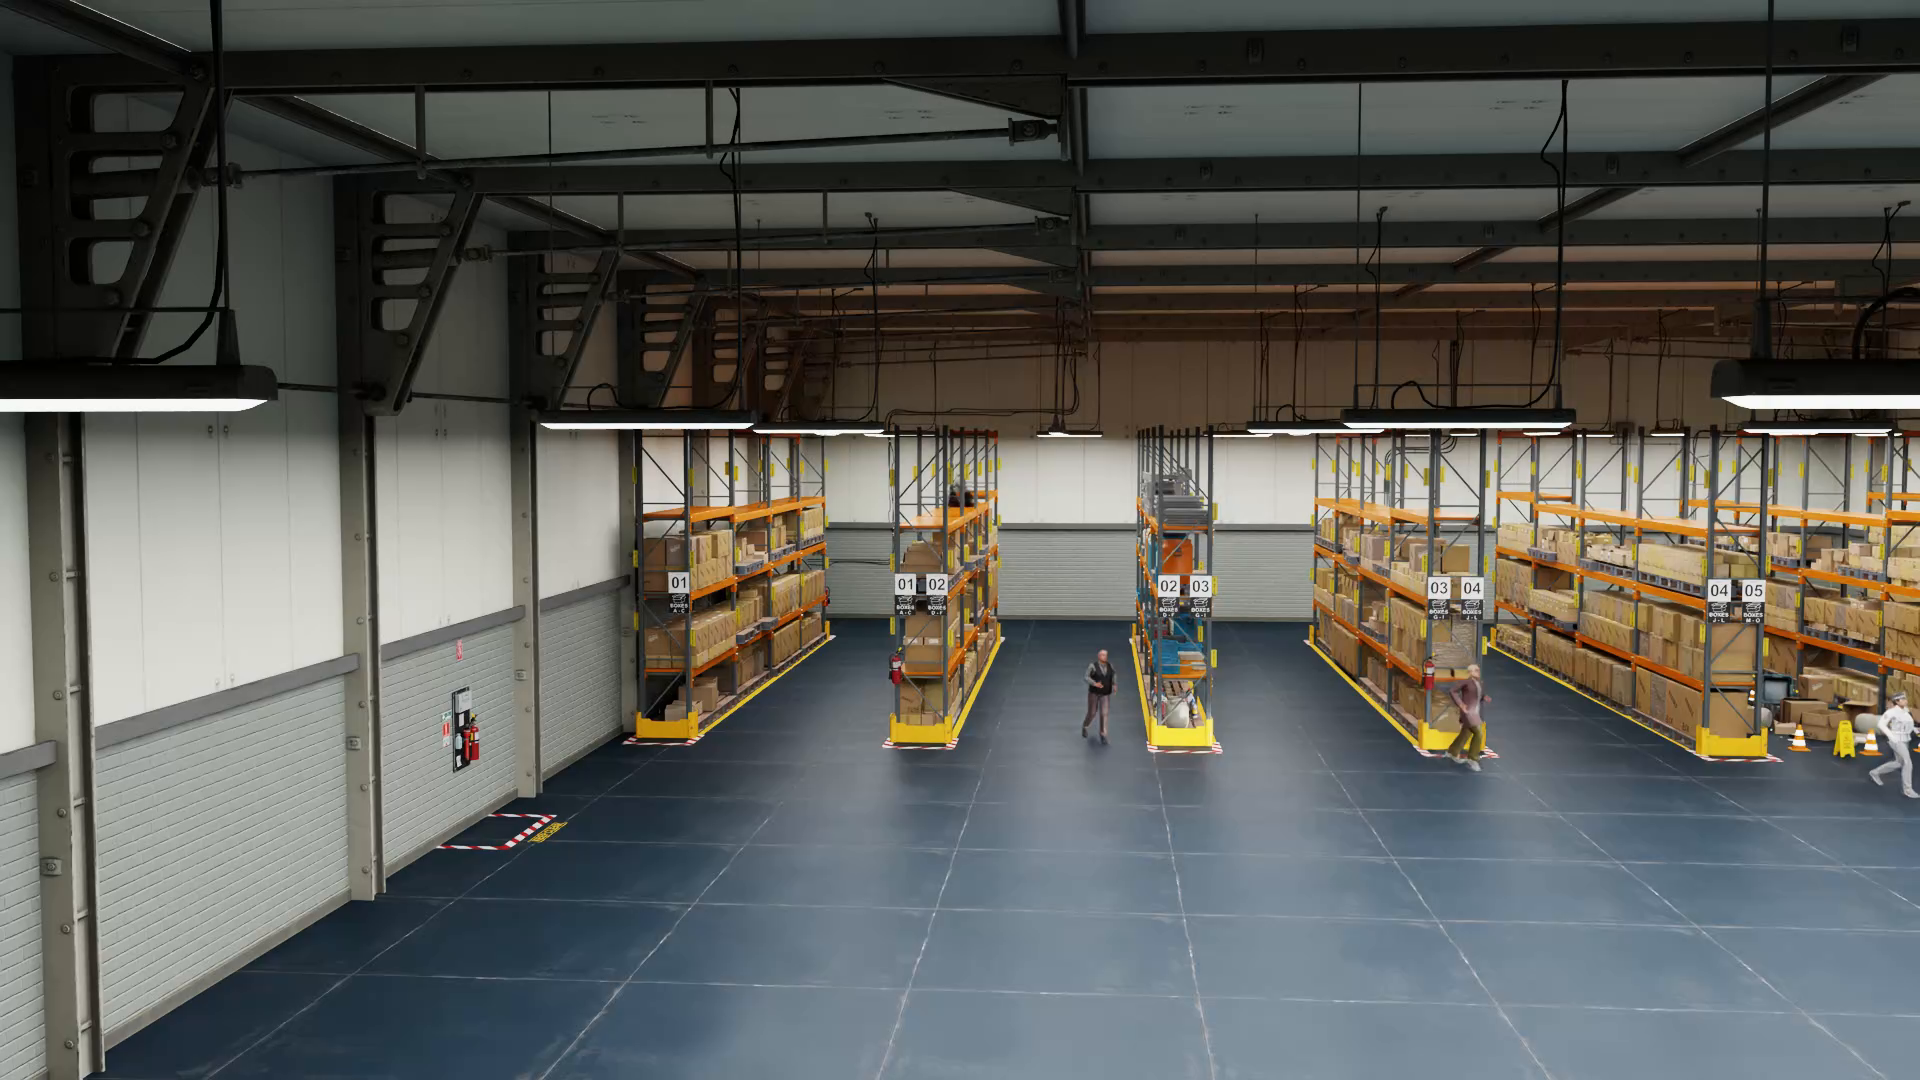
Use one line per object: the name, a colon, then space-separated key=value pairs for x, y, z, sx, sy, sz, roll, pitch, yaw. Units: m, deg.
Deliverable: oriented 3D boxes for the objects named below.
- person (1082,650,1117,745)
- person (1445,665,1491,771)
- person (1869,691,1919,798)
person: x=2.683 y=2.951 z=31.572 sx=0.698 sy=1.736 sz=0.877 roll=-1 pitch=4 yaw=-13
person: x=8.907 y=3.093 z=29.143 sx=0.715 sy=1.854 sz=0.802 roll=-3 pitch=5 yaw=-45
person: x=15.161 y=3.268 z=26.875 sx=0.607 sy=1.705 sz=0.791 roll=-2 pitch=4 yaw=-34
